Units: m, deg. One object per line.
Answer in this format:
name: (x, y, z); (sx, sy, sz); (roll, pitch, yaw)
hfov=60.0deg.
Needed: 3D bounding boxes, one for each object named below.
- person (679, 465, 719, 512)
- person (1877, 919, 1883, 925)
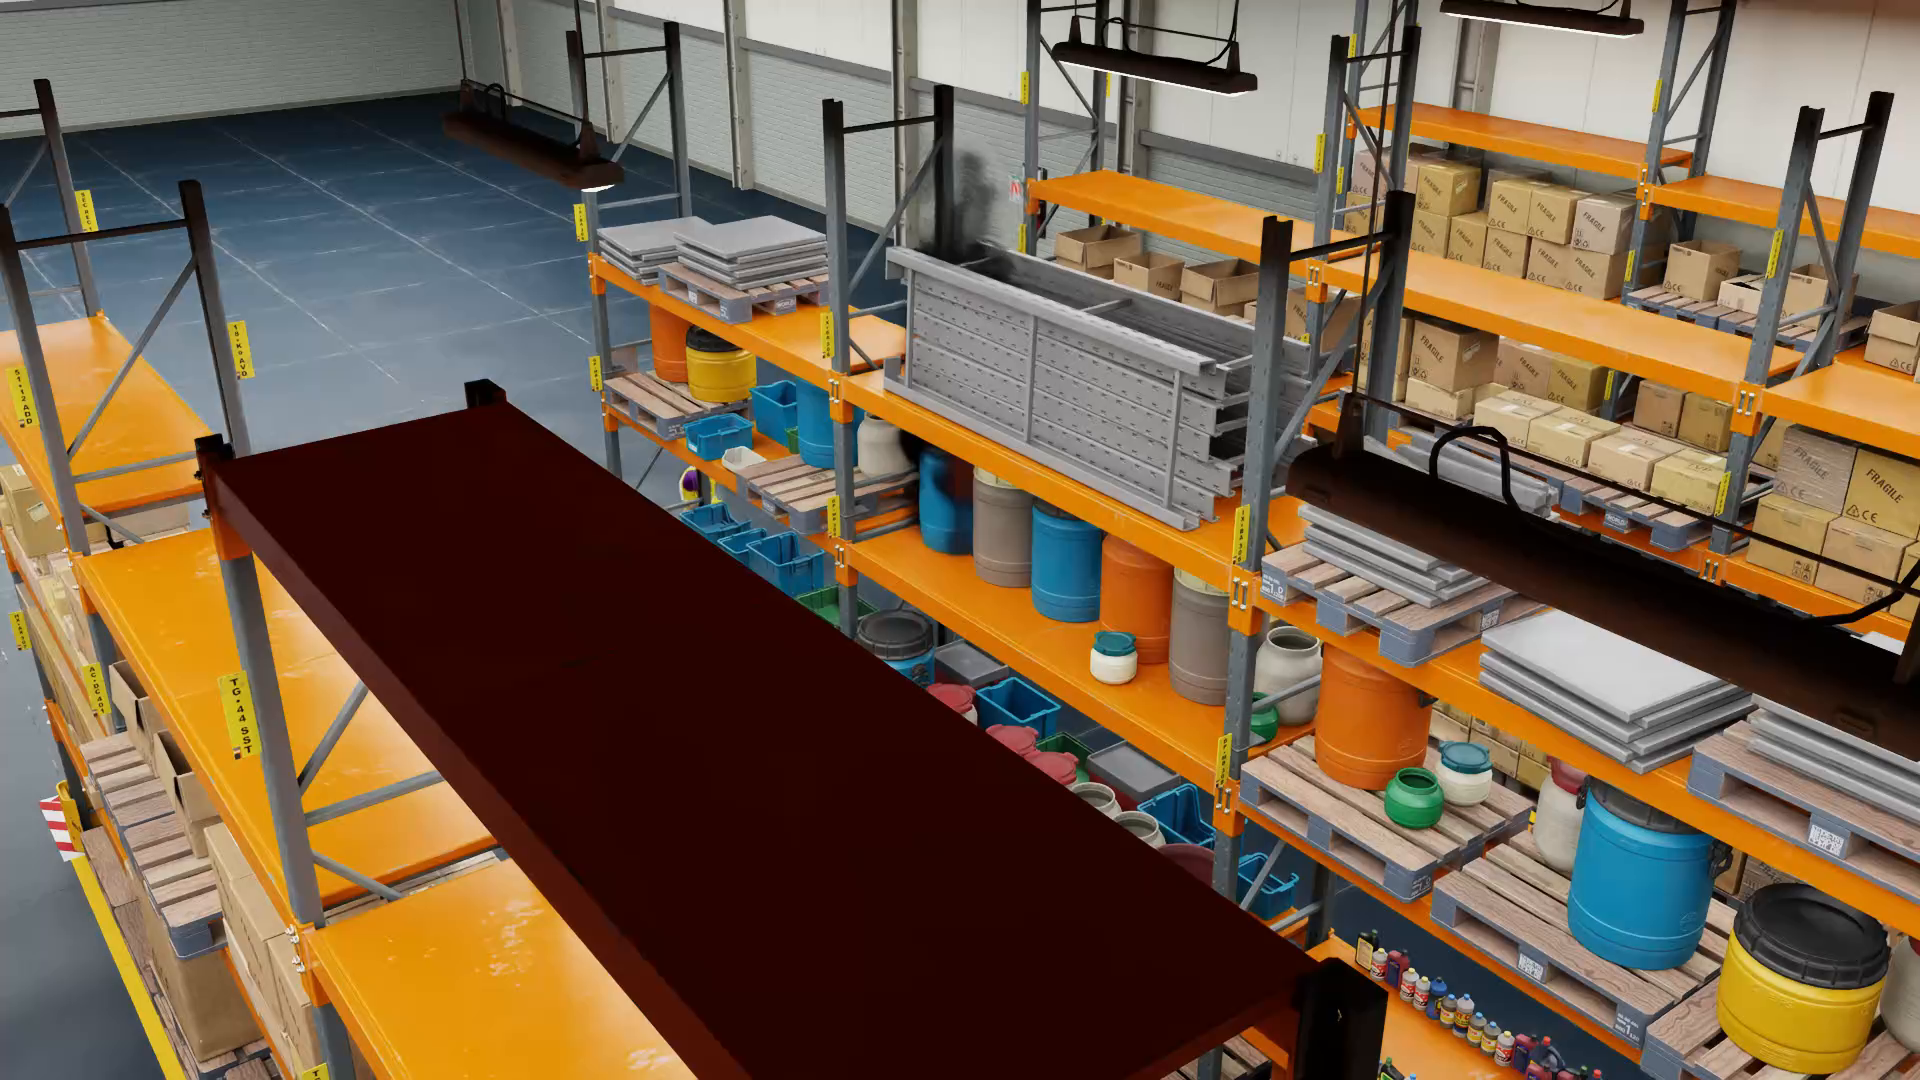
person: (-2.716, -0.277, 17.427); (0.858, 1.783, 0.700); (10, 27, 20)
person: (5.485, 3.005, 10.407); (0.918, 1.764, 0.712); (20, 32, 37)
